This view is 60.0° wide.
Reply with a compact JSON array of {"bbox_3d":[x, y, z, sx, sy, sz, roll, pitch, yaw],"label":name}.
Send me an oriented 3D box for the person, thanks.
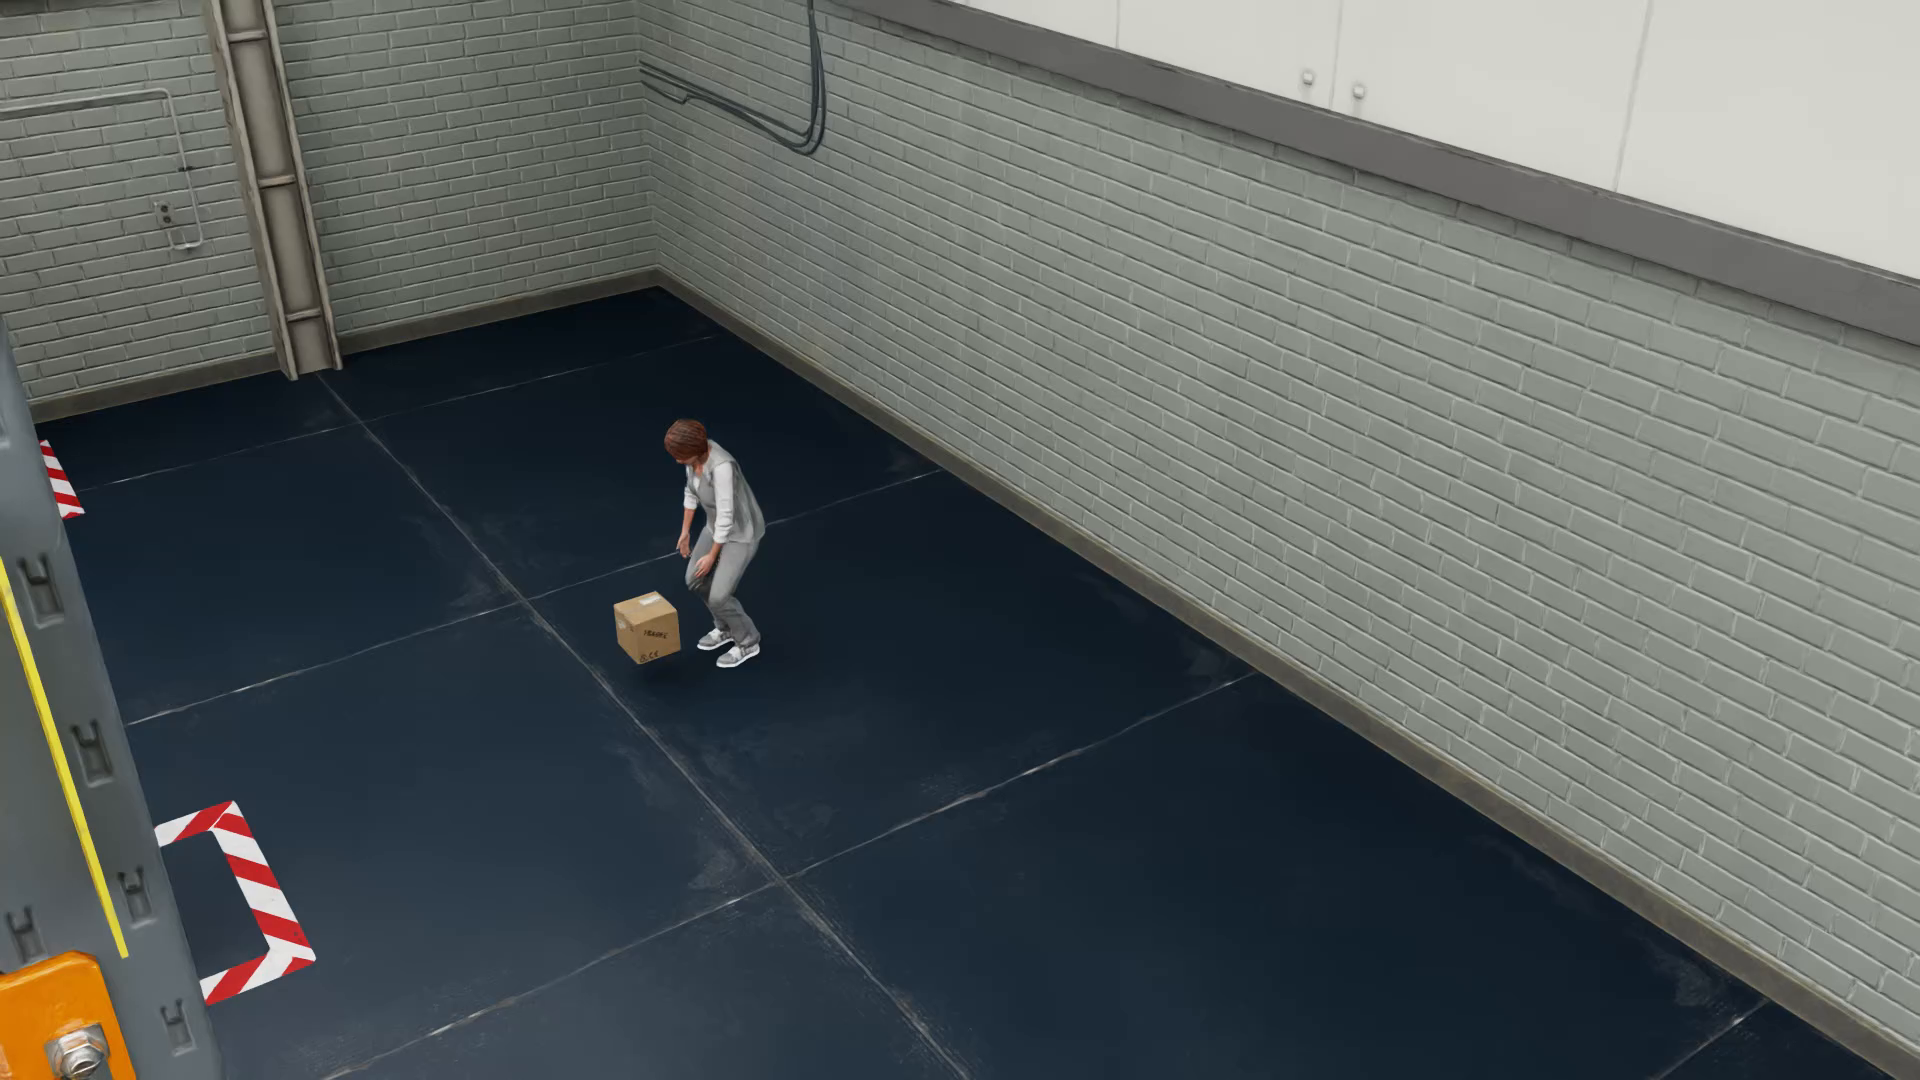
[{"bbox_3d":[-1.276,0.005,8.829,0.518,1.449,0.451,-18,34,-30],"label":"person"}]
